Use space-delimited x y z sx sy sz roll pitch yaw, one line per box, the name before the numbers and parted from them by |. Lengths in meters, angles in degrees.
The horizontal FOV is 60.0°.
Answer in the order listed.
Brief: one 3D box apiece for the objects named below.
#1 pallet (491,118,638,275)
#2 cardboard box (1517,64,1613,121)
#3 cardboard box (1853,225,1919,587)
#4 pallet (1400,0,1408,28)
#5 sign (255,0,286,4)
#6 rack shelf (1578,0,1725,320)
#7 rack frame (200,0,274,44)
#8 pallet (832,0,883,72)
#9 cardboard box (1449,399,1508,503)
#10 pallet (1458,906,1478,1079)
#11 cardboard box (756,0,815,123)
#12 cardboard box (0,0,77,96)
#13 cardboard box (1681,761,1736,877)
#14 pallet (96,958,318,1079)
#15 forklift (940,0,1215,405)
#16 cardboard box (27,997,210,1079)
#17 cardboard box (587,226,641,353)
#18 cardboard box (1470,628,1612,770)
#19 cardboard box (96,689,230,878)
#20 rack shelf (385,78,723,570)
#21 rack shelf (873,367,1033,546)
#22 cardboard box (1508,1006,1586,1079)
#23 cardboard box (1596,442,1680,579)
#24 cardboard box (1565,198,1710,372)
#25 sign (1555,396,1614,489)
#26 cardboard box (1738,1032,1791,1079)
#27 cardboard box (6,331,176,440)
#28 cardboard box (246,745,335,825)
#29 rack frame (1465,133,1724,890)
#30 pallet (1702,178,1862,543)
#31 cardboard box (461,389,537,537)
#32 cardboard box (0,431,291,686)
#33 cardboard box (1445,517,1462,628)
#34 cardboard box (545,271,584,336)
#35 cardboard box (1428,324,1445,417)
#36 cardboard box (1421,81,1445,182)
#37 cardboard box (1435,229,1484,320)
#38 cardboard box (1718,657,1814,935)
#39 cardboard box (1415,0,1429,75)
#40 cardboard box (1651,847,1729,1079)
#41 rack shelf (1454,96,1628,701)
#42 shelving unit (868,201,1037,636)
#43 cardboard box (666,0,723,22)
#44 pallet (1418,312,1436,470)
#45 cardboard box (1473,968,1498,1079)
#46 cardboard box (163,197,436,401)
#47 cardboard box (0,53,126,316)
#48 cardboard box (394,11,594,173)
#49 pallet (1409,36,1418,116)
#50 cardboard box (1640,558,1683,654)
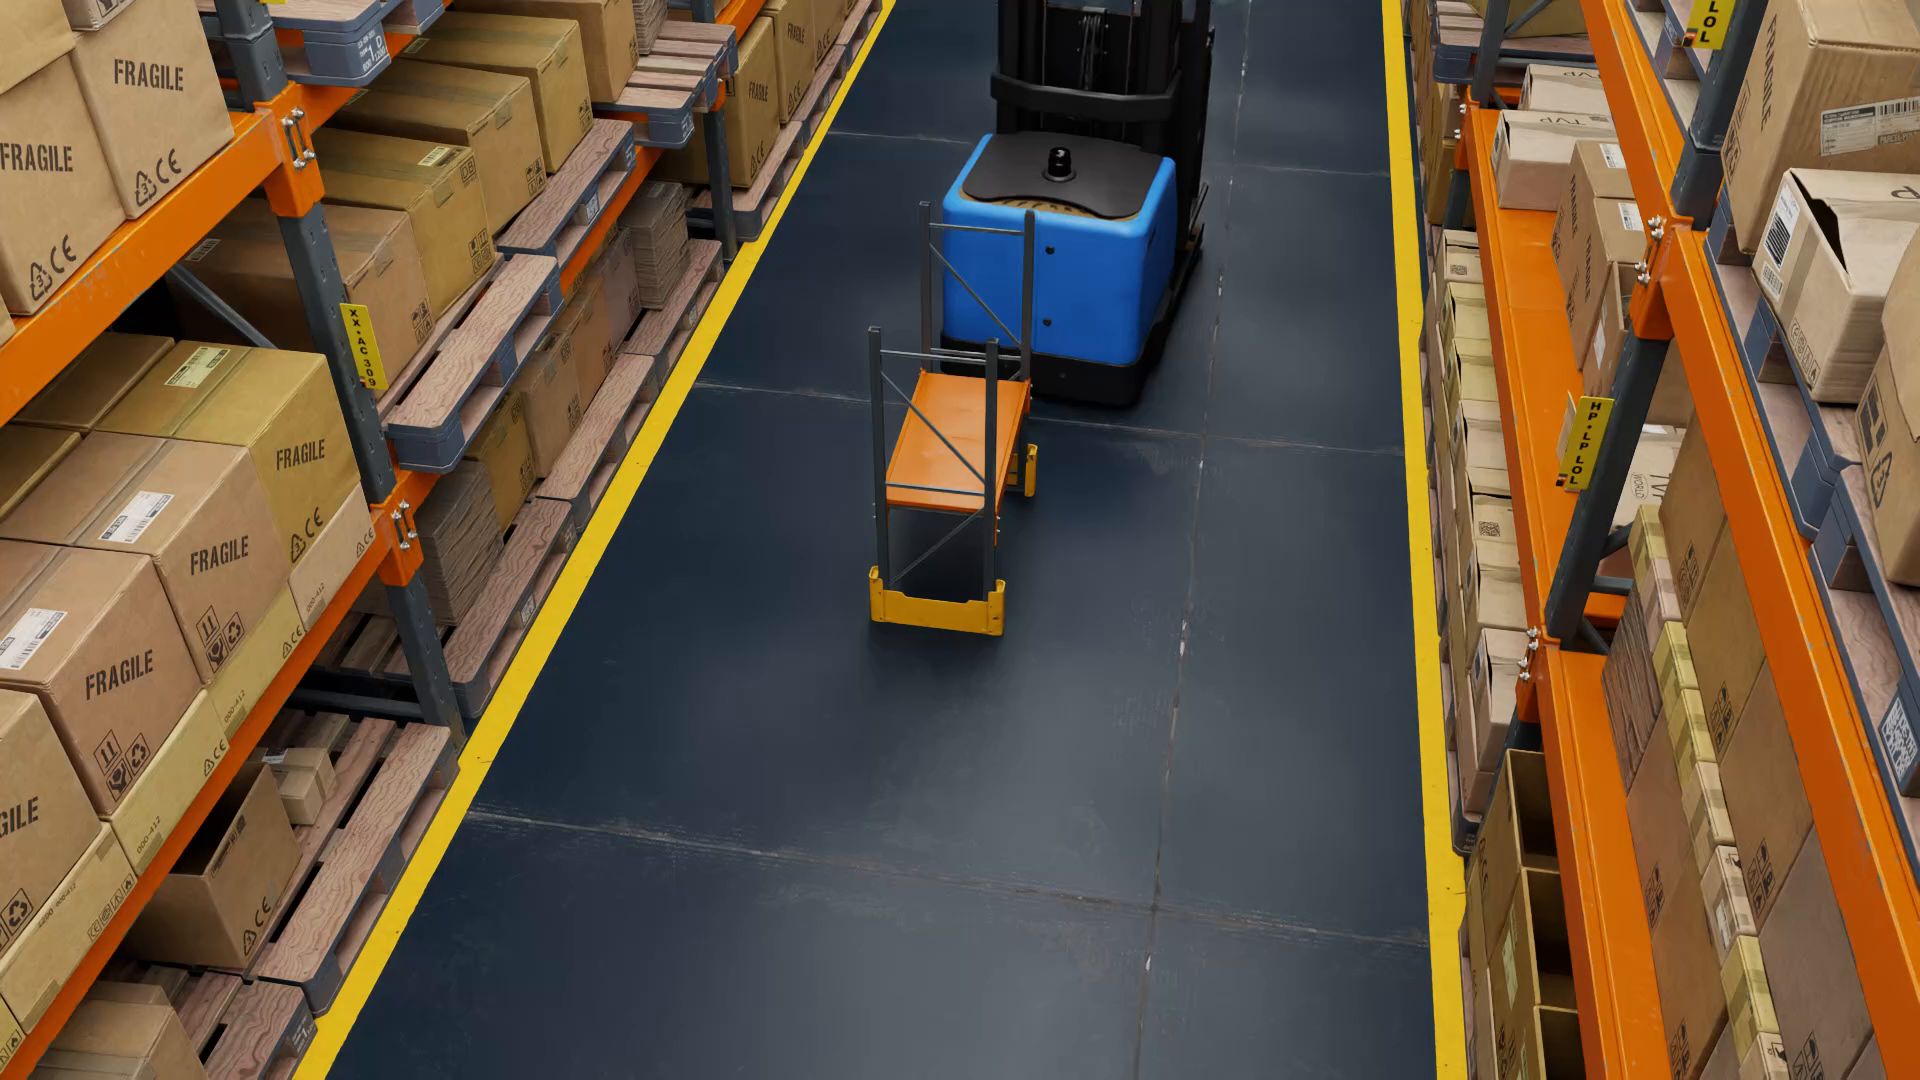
pallet | -2.114 -1.547 7.418 1.003 0.211 1.213 6 40 8
cardboard box | 2.961 -2.066 7.965 0.500 0.311 0.500 9 40 10
cardboard box | 1.966 -0.206 2.770 0.797 0.503 0.637 11 41 13
pallet | 3.879 -4.190 12.653 1.003 0.211 1.213 6 40 8
sign | -1.969 -1.658 4.641 0.100 0.325 0.005 6 40 8
rack shelf | 2.721 -1.947 5.962 1.077 0.370 4.000 6 40 8
rack frame | -2.504 -2.669 3.917 1.000 3.000 0.127 6 40 8
pallet | -1.179 -3.811 12.194 1.003 0.211 1.213 6 40 8
cardboard box | 2.426 -0.373 7.235 0.500 0.311 0.500 6 40 7
pallet | 2.196 1.756 5.461 1.003 0.211 1.213 6 40 8
cardboard box | -1.398 -3.197 10.620 0.750 0.750 0.750 6 40 7
cardboard box | -2.409 -1.254 3.679 0.500 0.500 0.500 8 40 10
cardboard box | 1.962 0.687 3.978 0.380 0.149 0.250 5 40 6
pallet | -2.795 1.911 5.273 1.003 0.211 1.213 6 40 8
forklift | 0.804 -2.762 8.791 1.130 2.935 3.031 11 41 13
cardboard box | -2.713 1.710 4.944 0.700 0.500 0.500 4 40 5
cardboard box | -2.089 -1.306 8.592 0.700 0.500 0.500 6 40 8
cardboard box | 2.163 0.582 6.080 0.500 0.311 0.500 6 40 8
cardboard box | -2.454 0.653 4.709 0.500 0.250 0.500 6 40 7
rack shelf | -2.158 -1.335 7.576 1.077 0.370 4.000 6 40 8
rack shelf | -0.015 -0.386 7.322 0.538 0.185 1.000 6 40 8
cardboard box | 1.814 1.679 4.604 0.500 0.500 0.500 6 40 8
cardboard box | 2.417 -0.069 5.598 0.500 0.250 0.500 9 40 10
cardboard box | 2.702 -0.977 6.499 0.500 0.500 0.500 6 40 8
sign | 1.839 -0.283 4.892 0.100 0.325 0.005 6 40 8
cardboard box | 1.828 1.174 3.389 0.380 0.149 0.250 6 40 7
cardboard box | -2.791 -0.324 5.302 0.500 0.500 0.500 6 40 7
cardboard box | -2.567 0.904 6.181 0.380 0.166 0.250 2 40 2
rack frame | 2.375 0.187 5.170 1.000 3.000 0.127 6 40 8
pallet | 2.253 -0.397 3.592 1.003 0.211 1.213 6 40 8
cardboard box | -2.353 -0.357 7.444 0.700 0.500 0.500 6 40 7
cardboard box | -2.362 0.048 4.851 0.500 0.500 0.500 6 40 7
cardboard box | 2.339 0.154 7.038 0.500 0.250 0.500 7 40 9
cardboard box | -2.130 -1.231 7.913 0.500 0.250 0.500 6 40 7
cardboard box | 2.601 -0.814 8.209 0.500 0.250 0.500 5 40 6
cardboard box | 3.088 -2.468 9.997 0.500 0.500 0.500 5 40 6
cardboard box | 2.688 -1.346 8.412 0.500 0.311 0.500 8 40 9
cardboard box | 2.131 0.559 3.624 0.700 0.500 0.500 6 40 8
cardboard box | 3.355 -3.428 11.158 0.500 0.500 0.500 7 40 8
cardboard box | 2.129 1.073 4.019 0.700 0.500 0.500 7 40 8
rack shelf | 2.721 -0.791 6.918 1.077 0.370 4.000 6 40 8
shelving unit | -0.013 -0.530 7.214 0.587 1.500 1.083 6 40 8
cardboard box | -1.527 -2.960 9.157 0.380 0.149 0.250 6 40 7
pallet | 2.887 -0.737 8.475 1.003 0.211 1.213 6 40 8
cardboard box | 1.905 1.655 5.222 0.500 0.250 0.500 6 40 8
cardboard box | -2.383 -0.881 6.038 0.700 0.500 0.500 7 40 8
cardboard box | -2.448 -0.899 4.036 0.500 0.500 0.500 3 40 4
cardboard box | -2.077 -1.995 7.386 0.700 0.500 0.500 6 40 8
pallet | 3.656 -3.245 11.509 1.003 0.211 1.213 6 40 8
cardboard box | 2.095 0.203 4.563 0.380 0.149 0.250 7 40 8
